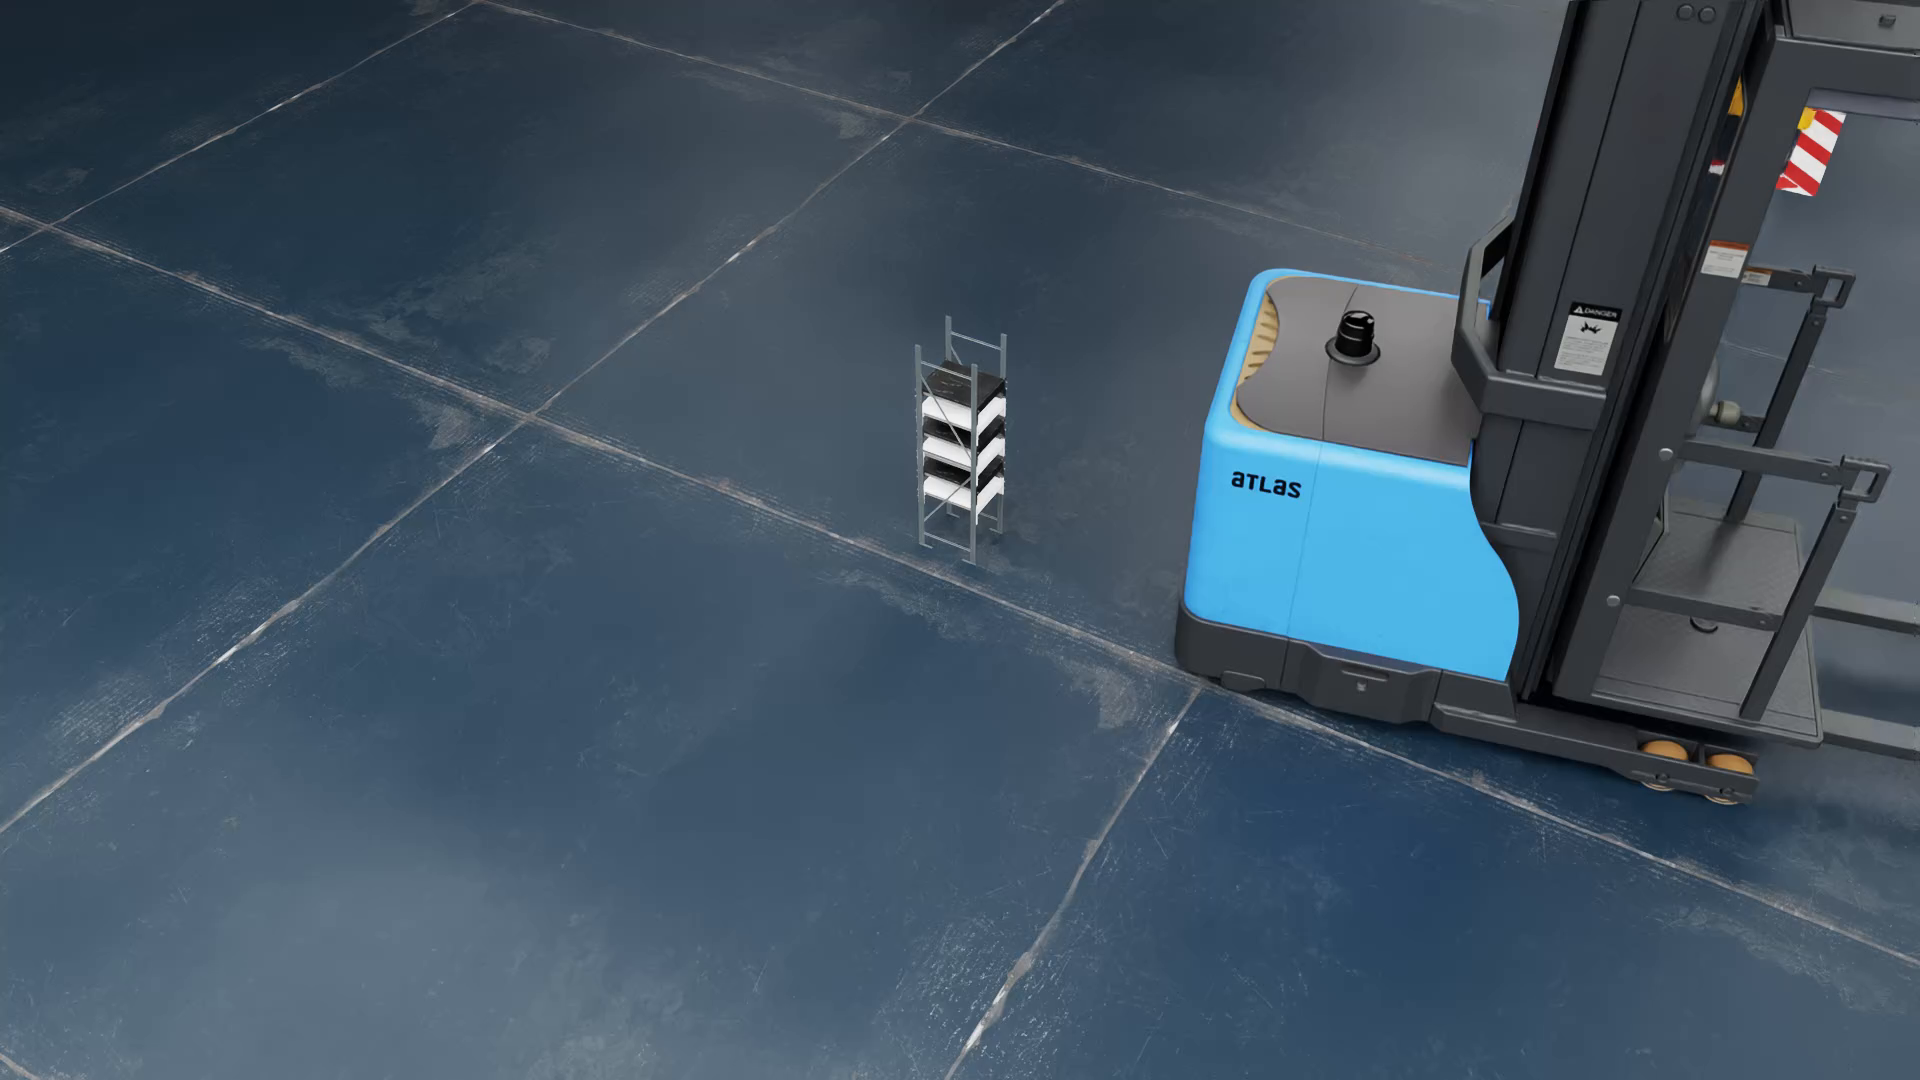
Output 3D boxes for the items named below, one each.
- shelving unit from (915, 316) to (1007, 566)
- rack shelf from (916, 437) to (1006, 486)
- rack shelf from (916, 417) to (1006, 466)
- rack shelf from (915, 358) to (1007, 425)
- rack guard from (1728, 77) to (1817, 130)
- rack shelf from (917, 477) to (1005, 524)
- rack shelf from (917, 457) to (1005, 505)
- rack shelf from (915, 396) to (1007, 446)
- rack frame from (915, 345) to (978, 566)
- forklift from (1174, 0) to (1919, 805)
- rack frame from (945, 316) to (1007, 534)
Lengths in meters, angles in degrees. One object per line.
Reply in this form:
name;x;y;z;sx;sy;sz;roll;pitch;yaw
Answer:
shelving unit;0.004;-0.342;5.958;0.258;0.900;0.210;21;45;22
rack shelf;0.004;-0.317;5.980;0.258;0.077;0.200;21;45;22
rack shelf;0.004;-0.385;5.920;0.258;0.077;0.200;21;45;22
rack shelf;0.004;-0.520;5.801;0.258;0.077;0.200;21;45;22
rack guard;3.993;-2.603;8.827;1.175;0.500;0.348;21;45;22
rack shelf;0.004;-0.182;6.099;0.258;0.077;0.200;21;45;22
rack shelf;0.004;-0.250;6.039;0.258;0.077;0.200;21;45;22
rack shelf;0.004;-0.452;5.861;0.258;0.077;0.200;21;45;22
rack frame;-0.047;-0.284;5.892;0.240;0.900;0.006;21;45;22
forklift;2.309;-0.653;4.774;3.031;2.935;1.130;11;43;13
rack frame;0.055;-0.401;6.024;0.240;0.900;0.006;21;45;22
